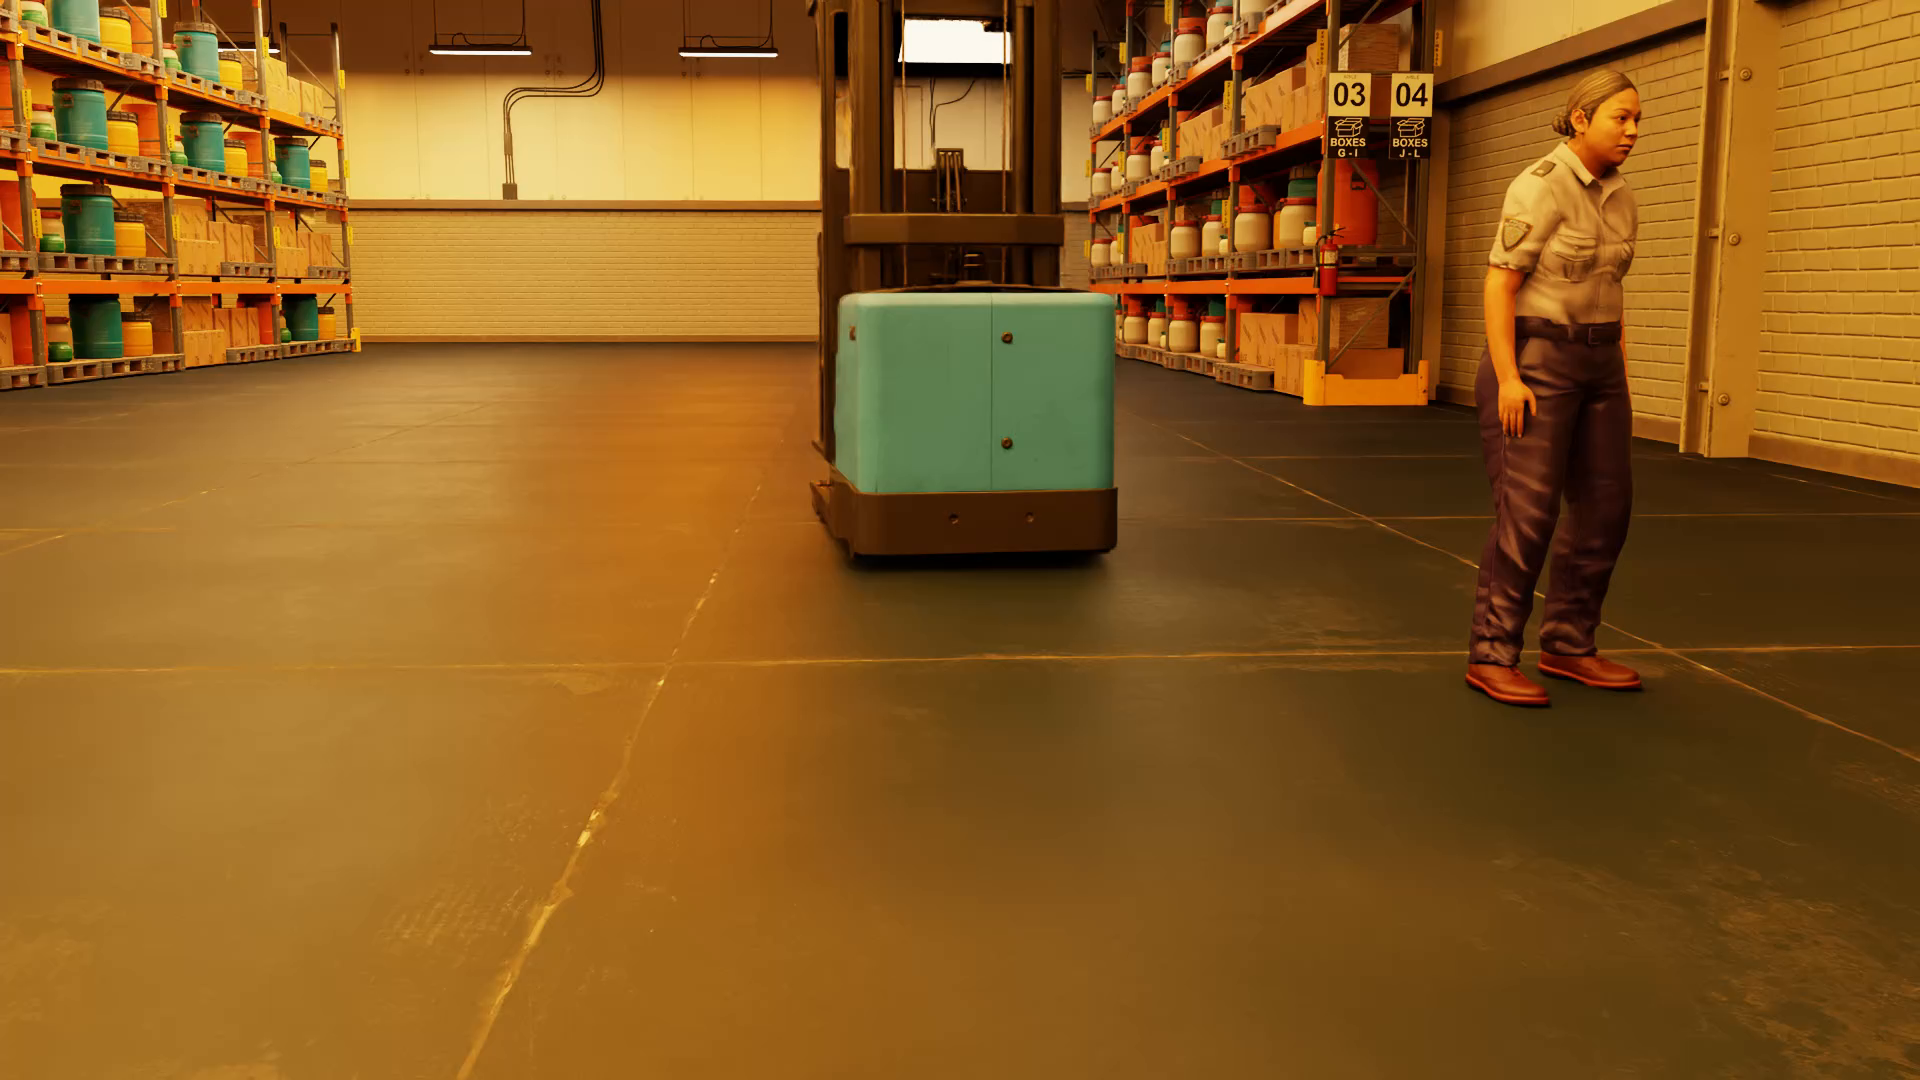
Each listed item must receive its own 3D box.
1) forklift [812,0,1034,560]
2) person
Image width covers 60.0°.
[{"bbox_3d":[-0.124,-1.548,7.758,1.121,2.935,3.031,-1,9,-9],"label":"forklift"},{"bbox_3d":[1.619,-0.414,4.487,0.543,1.651,0.372,-5,10,-31],"label":"person"}]
